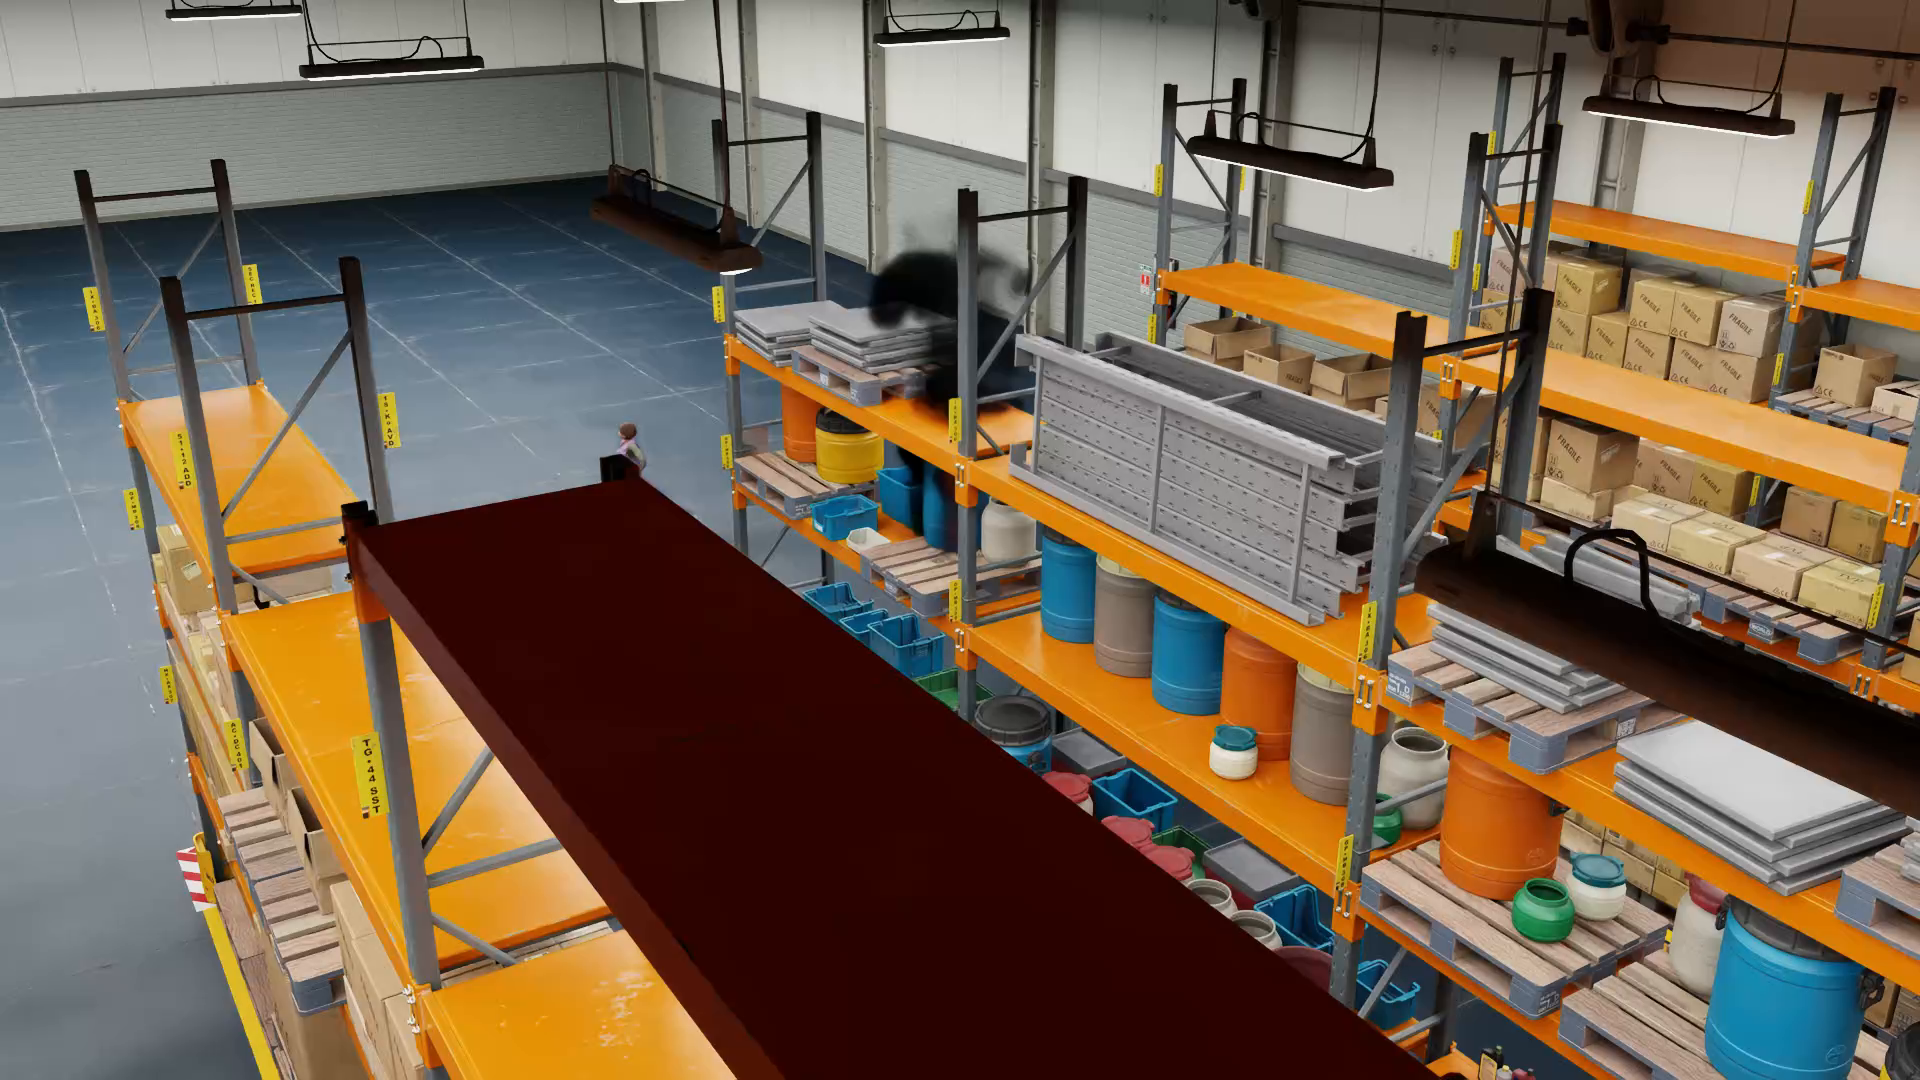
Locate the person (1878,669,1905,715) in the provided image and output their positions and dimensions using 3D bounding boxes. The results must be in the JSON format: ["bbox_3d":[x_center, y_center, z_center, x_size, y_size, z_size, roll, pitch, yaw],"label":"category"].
[{"bbox_3d":[7.858,1.853,14.565,0.539,1.731,0.761,-14,26,-31],"label":"person"}]

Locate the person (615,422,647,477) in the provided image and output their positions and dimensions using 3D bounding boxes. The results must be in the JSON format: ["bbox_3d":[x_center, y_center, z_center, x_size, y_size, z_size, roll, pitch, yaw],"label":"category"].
[{"bbox_3d":[-4.215,-0.722,21.058,0.614,1.593,0.516,-4,22,-11],"label":"person"}]
